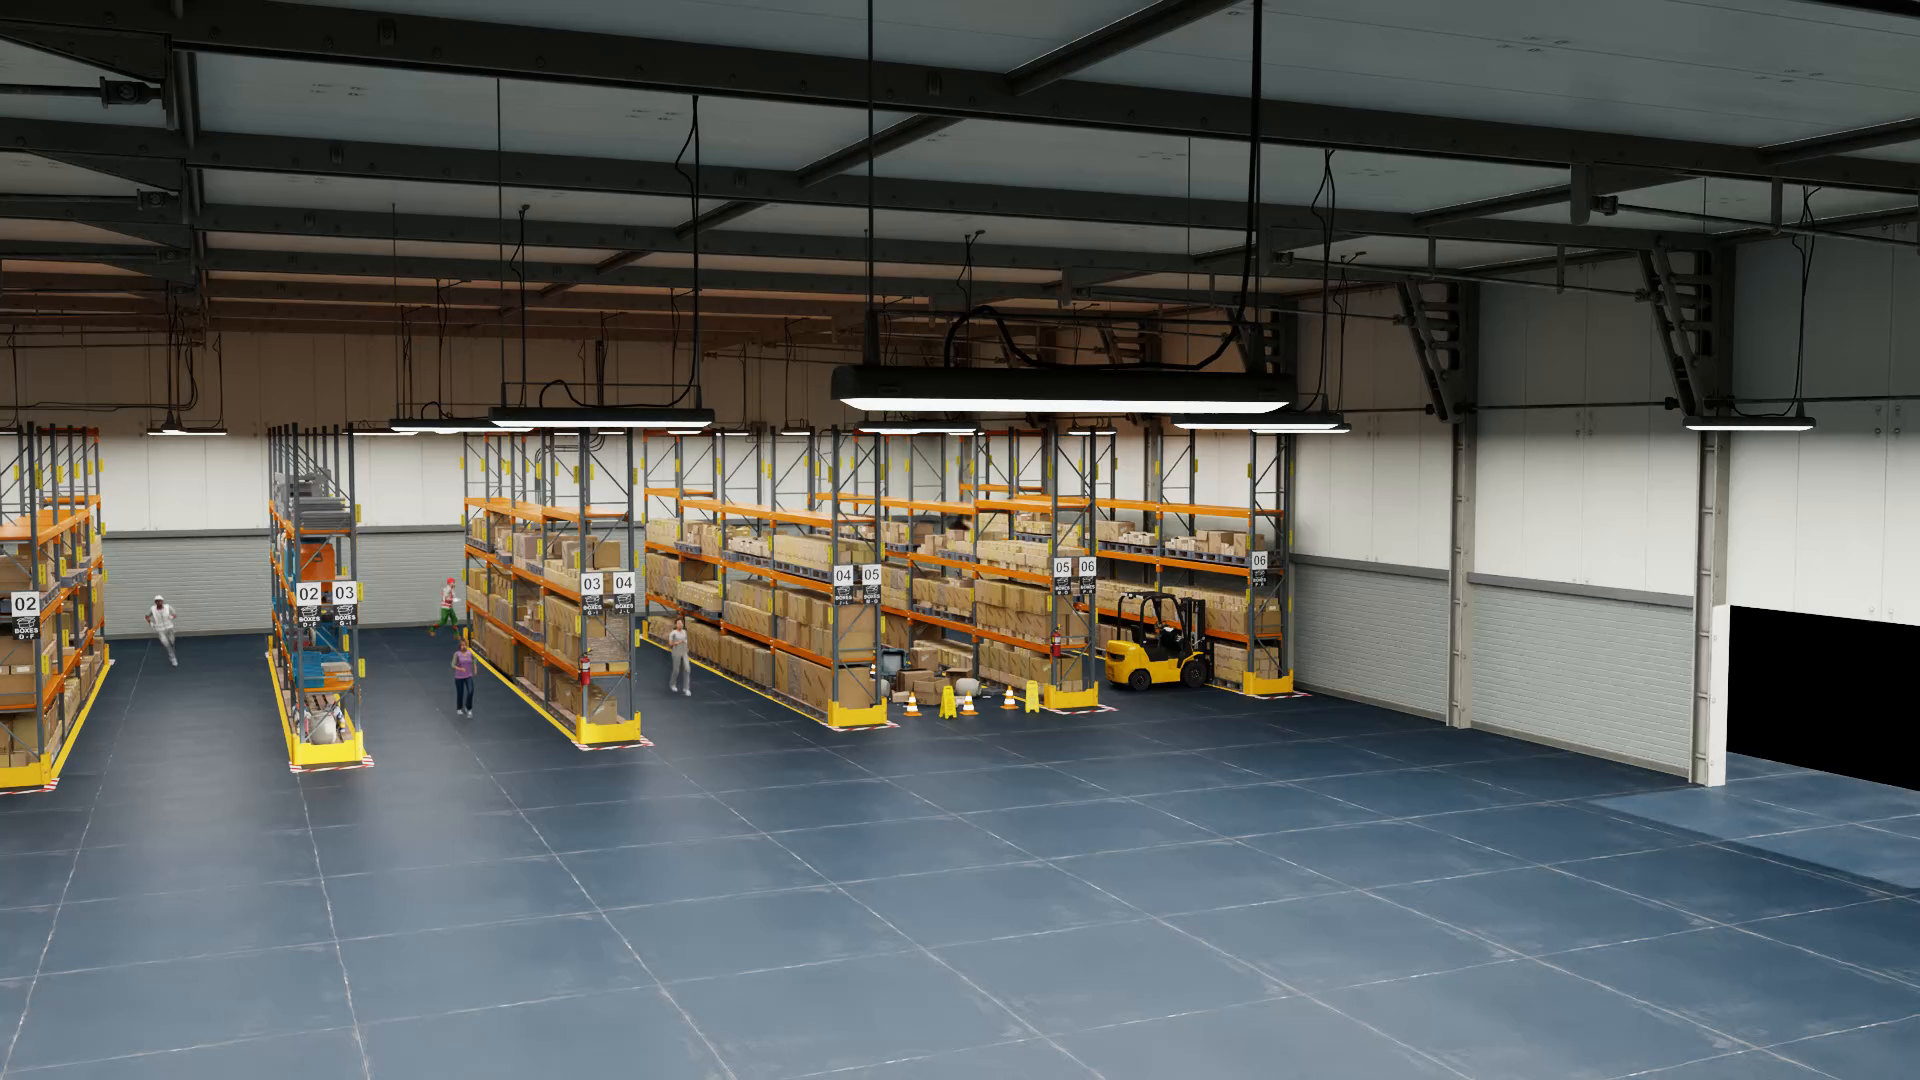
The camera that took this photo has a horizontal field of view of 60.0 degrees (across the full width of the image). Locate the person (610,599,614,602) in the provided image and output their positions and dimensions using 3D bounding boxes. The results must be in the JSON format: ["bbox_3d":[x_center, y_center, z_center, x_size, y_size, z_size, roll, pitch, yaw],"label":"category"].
[{"bbox_3d":[-9.222,2.143,45.094,0.657,1.708,0.762,-2,4,-28],"label":"person"}]

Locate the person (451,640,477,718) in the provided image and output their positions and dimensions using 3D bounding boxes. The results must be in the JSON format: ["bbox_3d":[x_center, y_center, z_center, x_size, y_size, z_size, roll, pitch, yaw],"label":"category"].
[{"bbox_3d":[-10.151,2.853,34.081,0.560,1.619,0.682,-2,4,-30],"label":"person"}]

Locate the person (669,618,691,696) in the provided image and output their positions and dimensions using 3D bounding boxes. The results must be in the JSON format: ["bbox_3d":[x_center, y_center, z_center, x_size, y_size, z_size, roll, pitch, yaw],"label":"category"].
[{"bbox_3d":[-6.266,2.605,37.150,0.554,1.682,0.807,-2,4,-34],"label":"person"}]

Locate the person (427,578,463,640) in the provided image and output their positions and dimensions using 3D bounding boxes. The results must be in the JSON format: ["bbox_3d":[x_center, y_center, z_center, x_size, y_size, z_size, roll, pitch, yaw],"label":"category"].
[{"bbox_3d":[-14.630,1.962,47.277,1.017,1.794,0.693,0,4,-7],"label":"person"}]

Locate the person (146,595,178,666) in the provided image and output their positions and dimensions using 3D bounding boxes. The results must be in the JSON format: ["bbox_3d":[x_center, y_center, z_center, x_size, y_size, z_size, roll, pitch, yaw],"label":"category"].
[{"bbox_3d":[-20.125,2.276,41.966,0.684,1.779,0.892,-3,4,-38],"label":"person"}]
